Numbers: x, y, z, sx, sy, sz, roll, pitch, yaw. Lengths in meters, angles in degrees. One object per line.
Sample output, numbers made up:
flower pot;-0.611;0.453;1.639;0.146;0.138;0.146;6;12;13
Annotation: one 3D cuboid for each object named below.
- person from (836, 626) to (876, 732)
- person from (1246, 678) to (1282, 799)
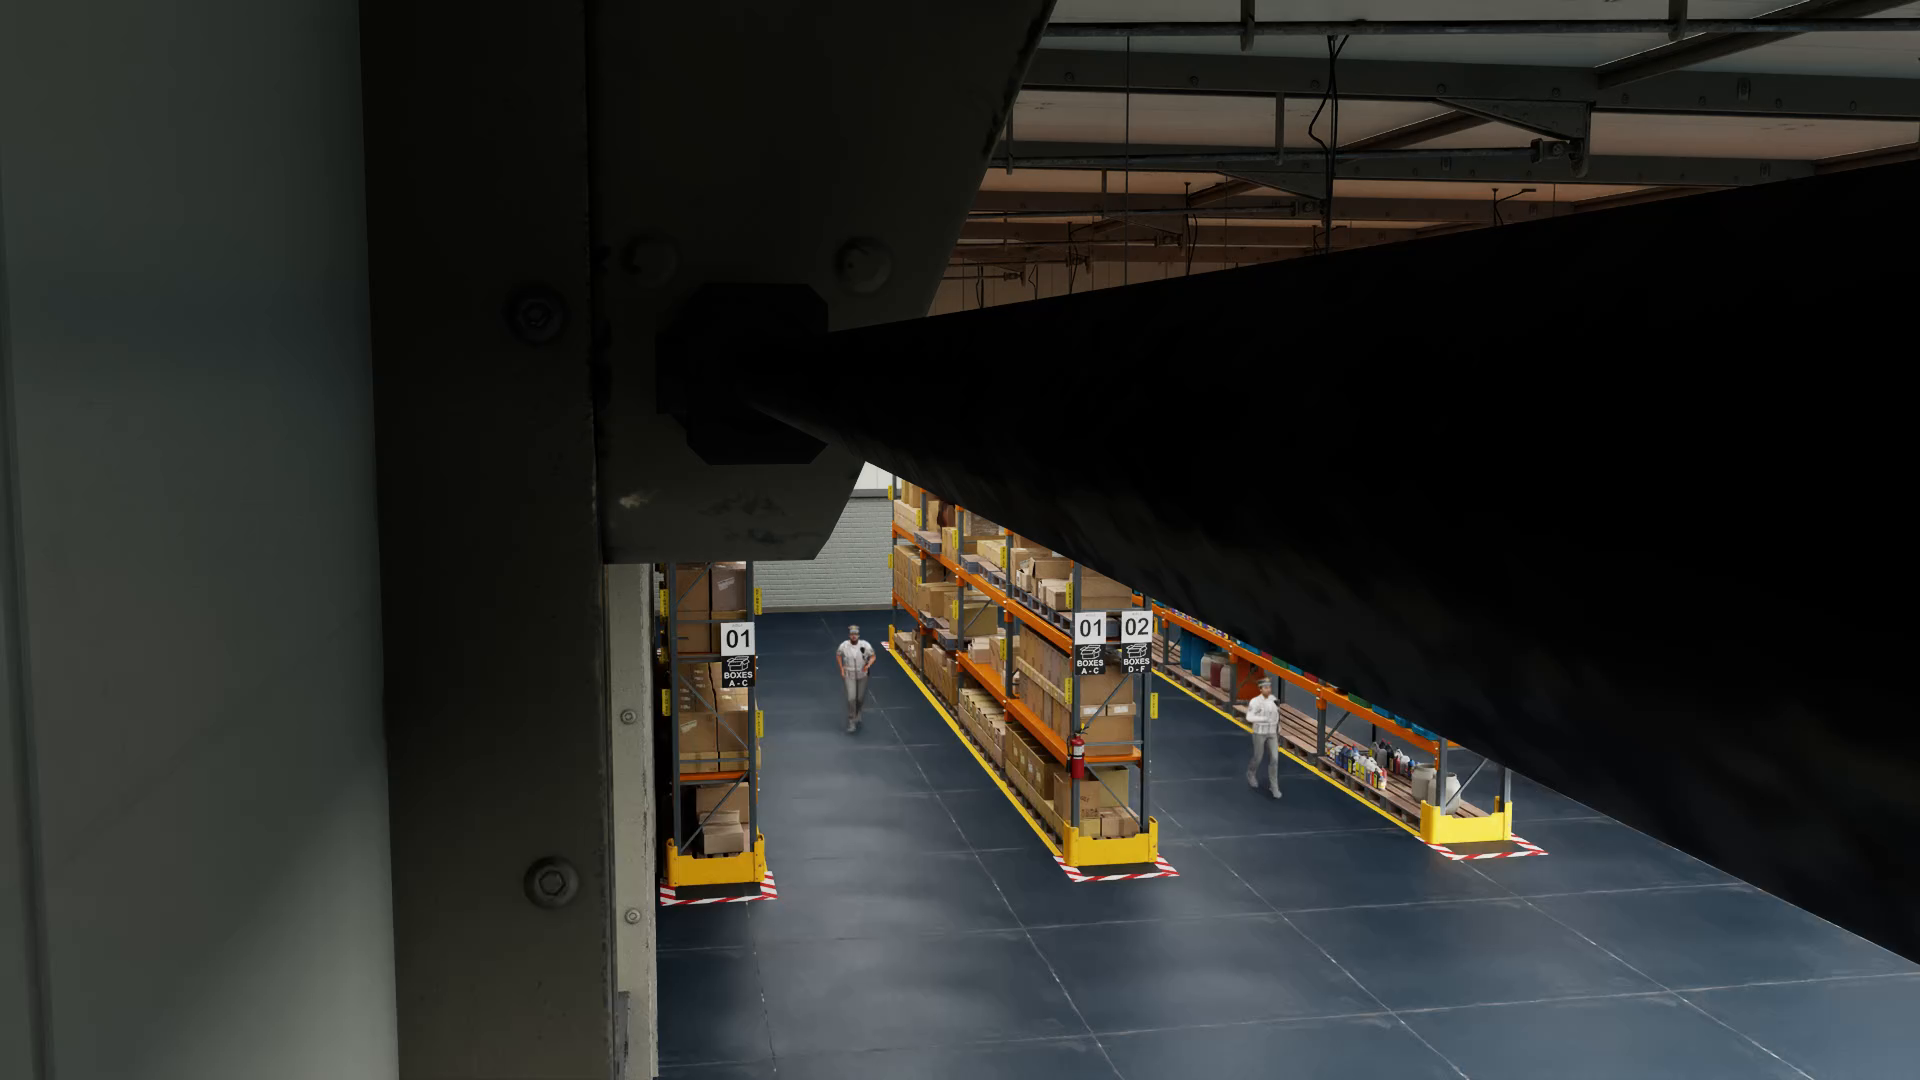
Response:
person;-1.791;2.361;28.725;0.675;1.845;0.793;-1;6;-6
person;4.452;2.843;24.279;0.605;1.713;0.854;-2;6;-15
